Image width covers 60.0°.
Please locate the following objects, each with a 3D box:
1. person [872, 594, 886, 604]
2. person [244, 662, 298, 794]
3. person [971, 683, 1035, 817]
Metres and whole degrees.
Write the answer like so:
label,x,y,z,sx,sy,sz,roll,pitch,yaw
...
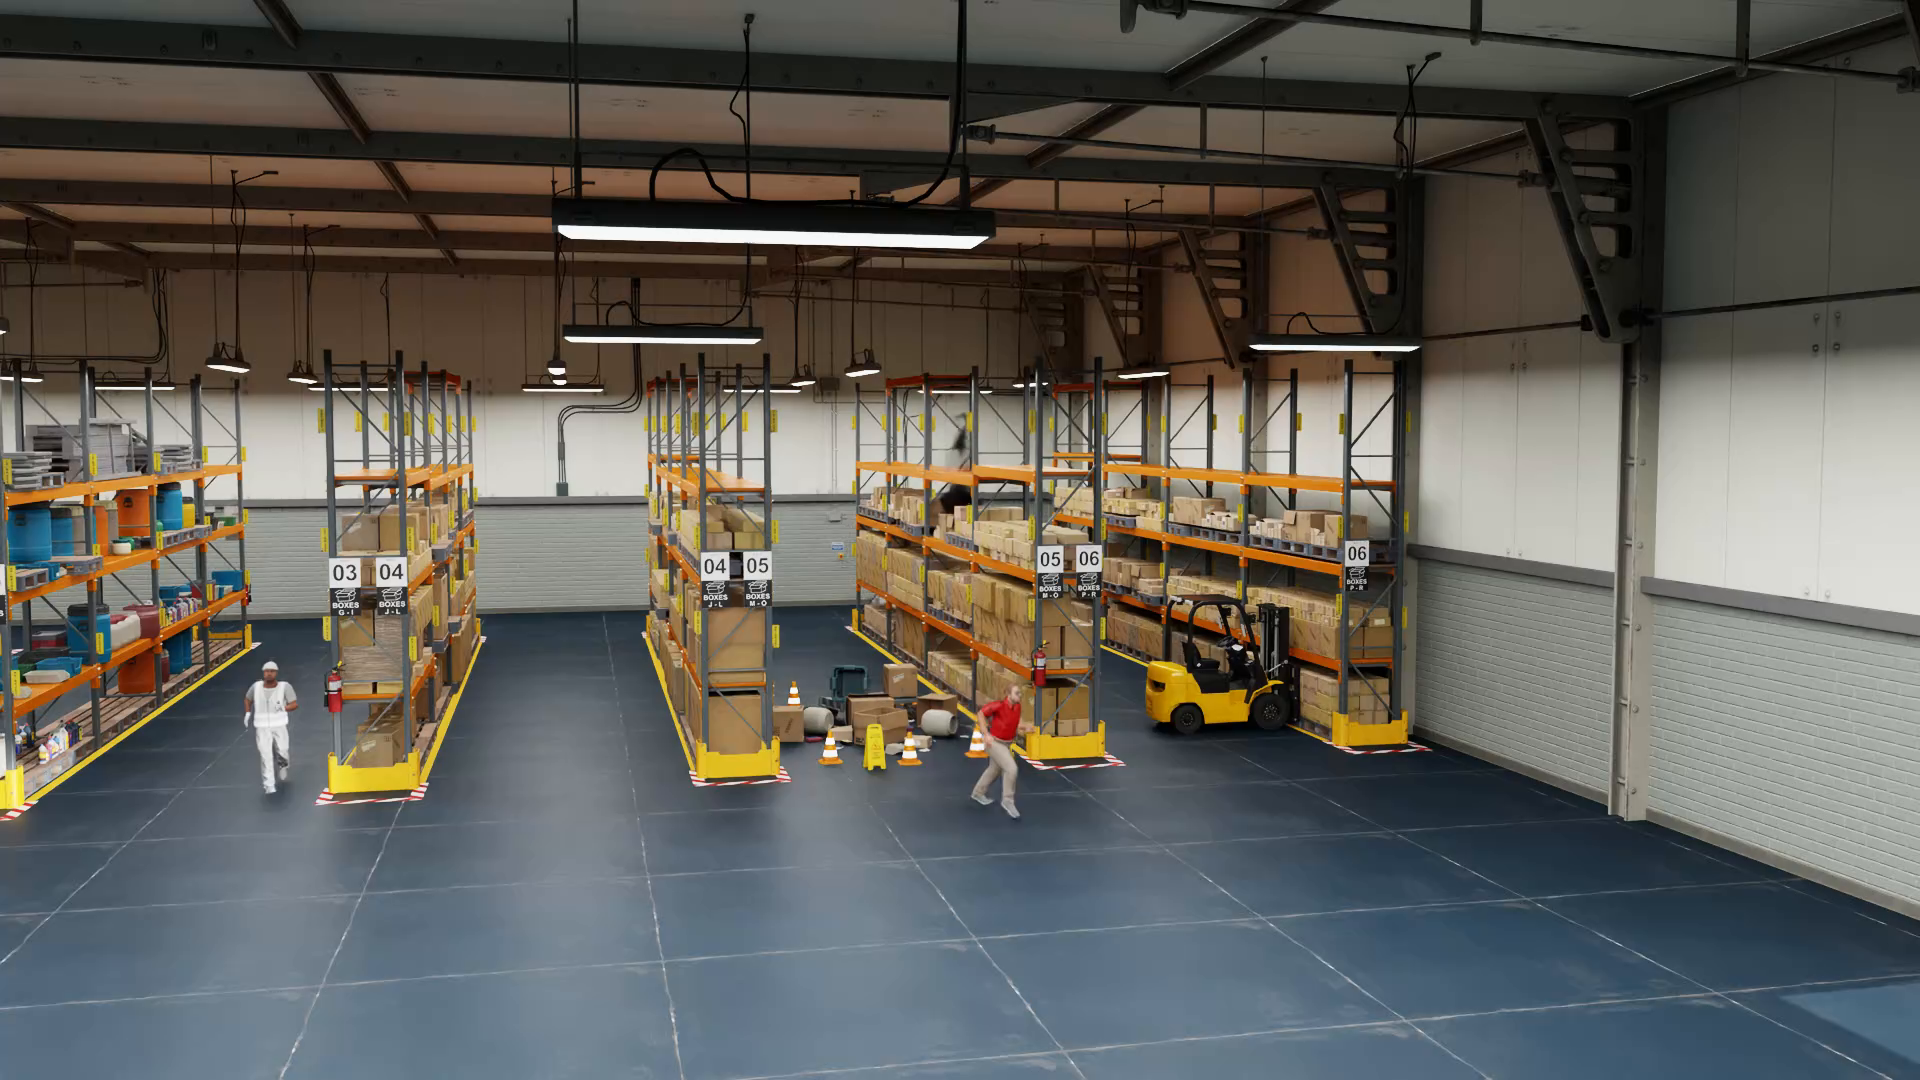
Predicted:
label,x,y,z,sx,sy,sz,roll,pitch,yaw
person,-1.973,1.232,41.682,0.615,1.733,0.661,-1,4,-11
person,-9.382,2.540,22.646,0.700,1.763,0.958,-1,4,-17
person,0.502,2.691,21.456,0.923,1.731,0.675,3,5,34
